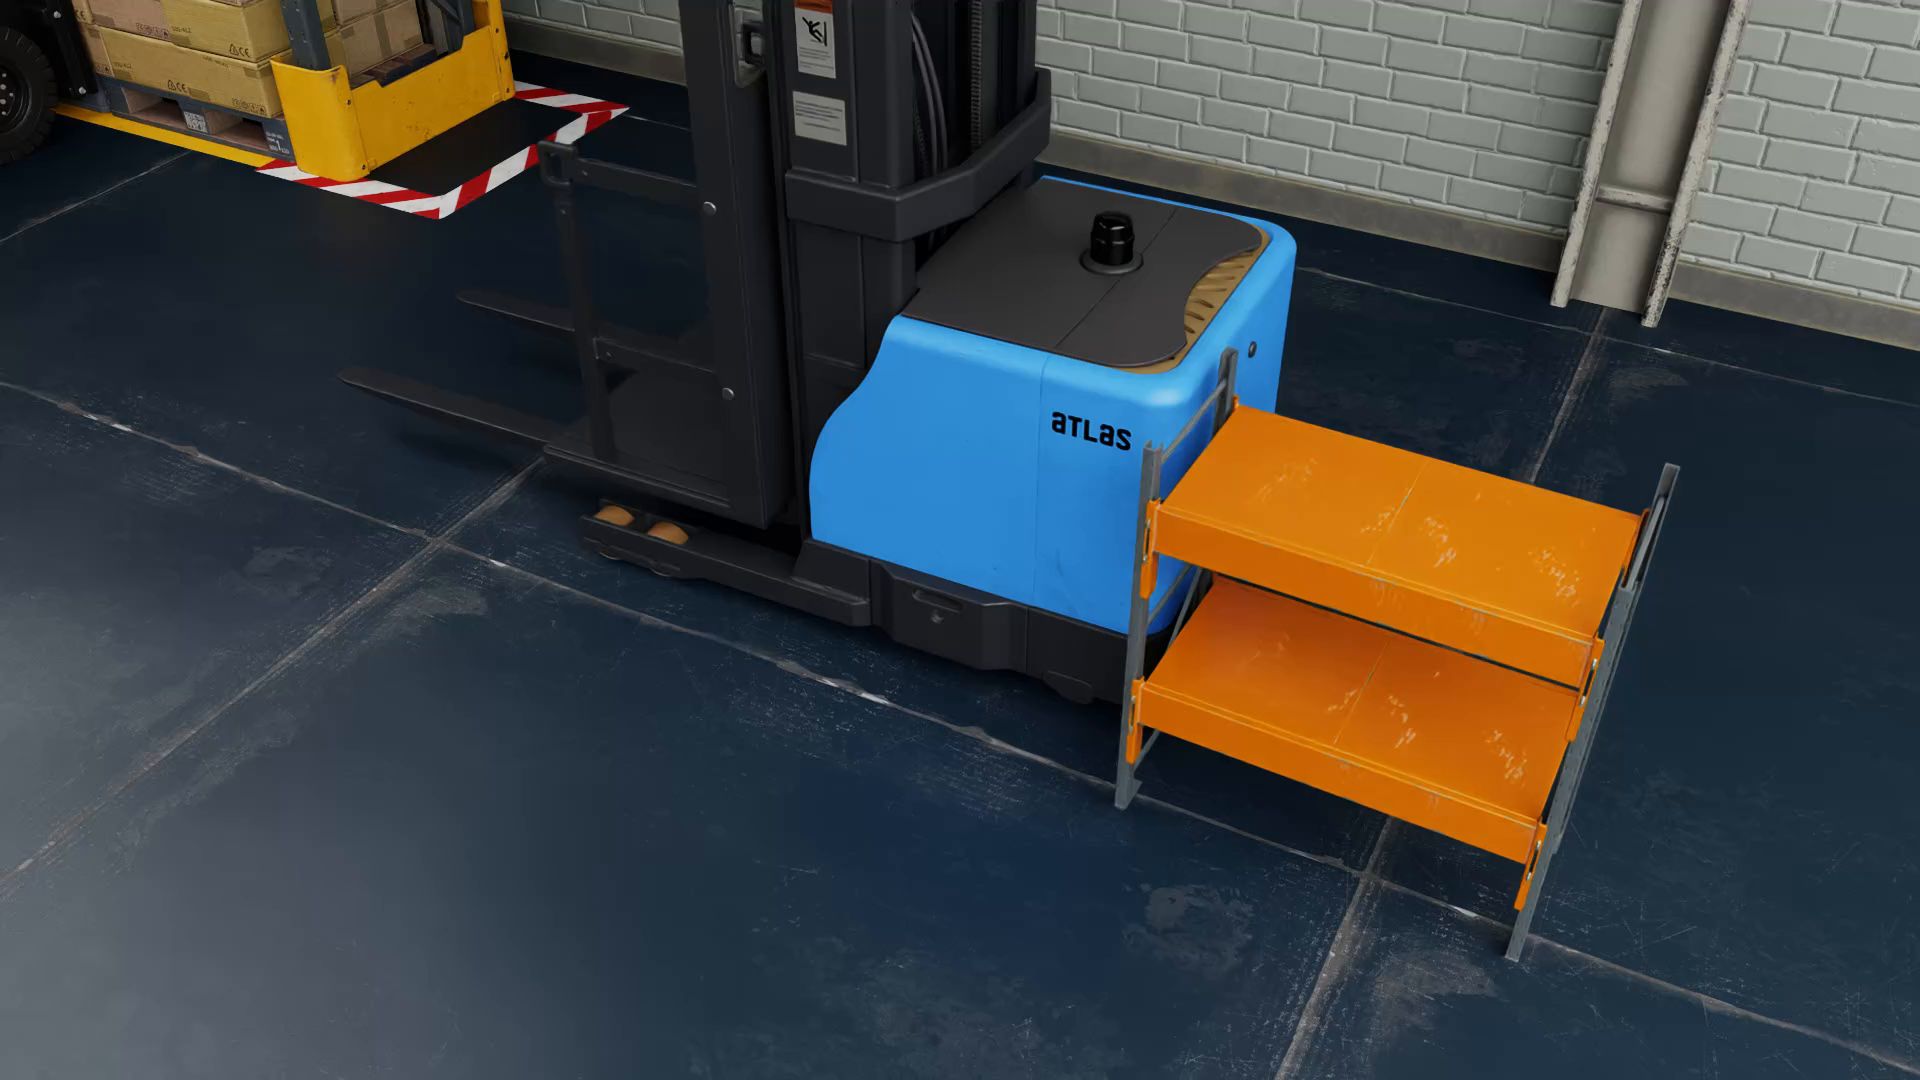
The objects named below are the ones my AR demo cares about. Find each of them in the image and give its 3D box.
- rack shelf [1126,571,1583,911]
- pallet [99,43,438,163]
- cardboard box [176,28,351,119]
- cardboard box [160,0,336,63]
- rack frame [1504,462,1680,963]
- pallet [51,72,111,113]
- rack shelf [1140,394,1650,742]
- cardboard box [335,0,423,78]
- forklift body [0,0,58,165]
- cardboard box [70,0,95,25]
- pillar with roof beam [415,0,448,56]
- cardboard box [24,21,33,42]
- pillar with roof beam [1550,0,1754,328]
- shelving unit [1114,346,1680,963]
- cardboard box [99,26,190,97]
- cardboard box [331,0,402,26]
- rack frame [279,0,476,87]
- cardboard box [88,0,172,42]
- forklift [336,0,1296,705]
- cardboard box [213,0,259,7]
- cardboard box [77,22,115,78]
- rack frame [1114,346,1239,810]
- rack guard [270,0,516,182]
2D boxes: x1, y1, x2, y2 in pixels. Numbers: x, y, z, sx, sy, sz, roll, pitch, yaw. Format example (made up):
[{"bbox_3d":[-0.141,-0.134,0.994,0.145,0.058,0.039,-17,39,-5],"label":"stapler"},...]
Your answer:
[{"bbox_3d":[0.981,0.462,4.116,1.000,0.278,0.538,19,41,23],"label":"rack shelf"},{"bbox_3d":[-3.288,-2.207,7.983,1.213,0.211,1.003,17,41,21],"label":"pallet"},{"bbox_3d":[-3.152,-2.161,7.542,0.500,0.250,0.500,18,41,22],"label":"cardboard box"},{"bbox_3d":[-3.166,-2.366,7.400,0.500,0.250,0.500,17,40,21],"label":"cardboard box"},{"bbox_3d":[1.425,0.416,3.772,0.032,1.125,0.500,19,41,23],"label":"rack frame"},{"bbox_3d":[-4.367,-2.547,8.431,1.213,0.211,1.003,17,41,21],"label":"pallet"},{"bbox_3d":[0.981,0.034,3.791,1.000,0.278,0.538,19,41,23],"label":"rack shelf"},{"bbox_3d":[-2.936,-2.441,7.912,0.500,0.250,0.500,18,41,22],"label":"cardboard box"},{"bbox_3d":[-5.112,-2.337,6.550,1.214,2.155,2.313,17,41,21],"label":"forklift body"},{"bbox_3d":[-4.074,-2.644,7.765,0.500,0.250,0.500,16,40,20],"label":"cardboard box"},{"bbox_3d":[-4.773,-3.883,2.923,0.400,9.000,9.100,17,41,21],"label":"pillar with roof beam"},{"bbox_3d":[-4.501,-2.580,8.095,0.500,0.250,0.500,19,41,23],"label":"cardboard box"},{"bbox_3d":[0.555,-2.215,0.725,0.400,9.000,9.100,17,41,21],"label":"pillar with roof beam"},{"bbox_3d":[0.981,0.267,3.968,1.048,1.125,0.538,19,41,23],"label":"shelving unit"},{"bbox_3d":[-3.589,-2.304,7.731,0.500,0.250,0.500,17,41,21],"label":"cardboard box"},{"bbox_3d":[-2.912,-2.641,7.762,0.500,0.250,0.500,18,41,22],"label":"cardboard box"},{"bbox_3d":[-2.590,-3.128,6.889,0.127,3.000,1.000,17,41,21],"label":"rack frame"},{"bbox_3d":[-3.606,-2.511,7.591,0.500,0.250,0.500,17,40,21],"label":"cardboard box"},{"bbox_3d":[-0.603,-1.323,4.568,3.031,2.935,1.130,17,40,21],"label":"forklift"},{"bbox_3d":[-3.142,-2.558,7.239,0.500,0.250,0.500,19,41,23],"label":"cardboard box"},{"bbox_3d":[-4.029,-2.448,7.921,0.500,0.250,0.500,18,41,22],"label":"cardboard box"},{"bbox_3d":[0.536,0.118,4.164,0.032,1.125,0.500,19,41,23],"label":"rack frame"},{"bbox_3d":[-2.568,-2.125,7.636,0.348,0.500,1.175,17,41,21],"label":"rack guard"}]
